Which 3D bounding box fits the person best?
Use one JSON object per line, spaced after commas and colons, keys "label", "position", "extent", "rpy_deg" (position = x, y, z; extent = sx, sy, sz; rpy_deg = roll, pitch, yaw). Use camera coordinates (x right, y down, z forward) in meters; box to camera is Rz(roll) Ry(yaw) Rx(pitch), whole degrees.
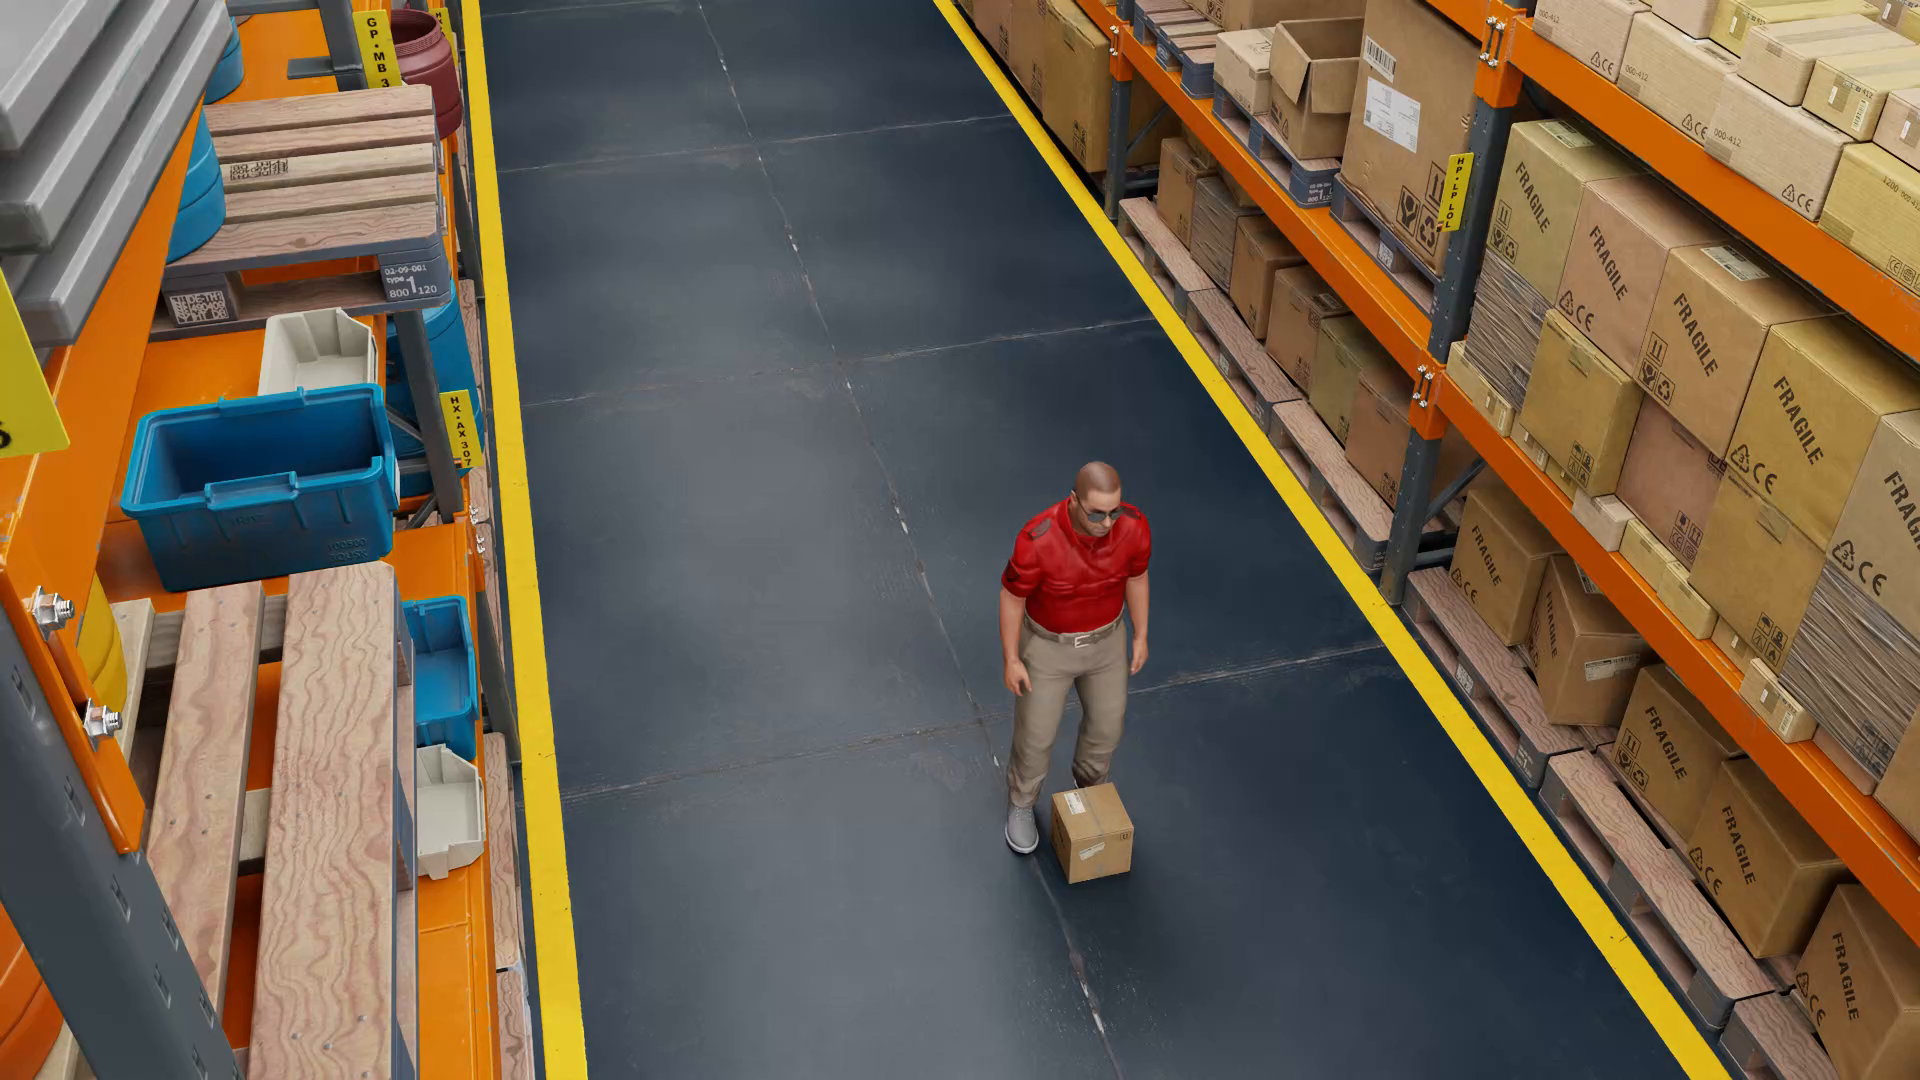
{"label": "person", "position": [0.431, 0.405, 6.206], "extent": [0.588, 1.726, 0.390], "rpy_deg": [-11, 39, -14]}
